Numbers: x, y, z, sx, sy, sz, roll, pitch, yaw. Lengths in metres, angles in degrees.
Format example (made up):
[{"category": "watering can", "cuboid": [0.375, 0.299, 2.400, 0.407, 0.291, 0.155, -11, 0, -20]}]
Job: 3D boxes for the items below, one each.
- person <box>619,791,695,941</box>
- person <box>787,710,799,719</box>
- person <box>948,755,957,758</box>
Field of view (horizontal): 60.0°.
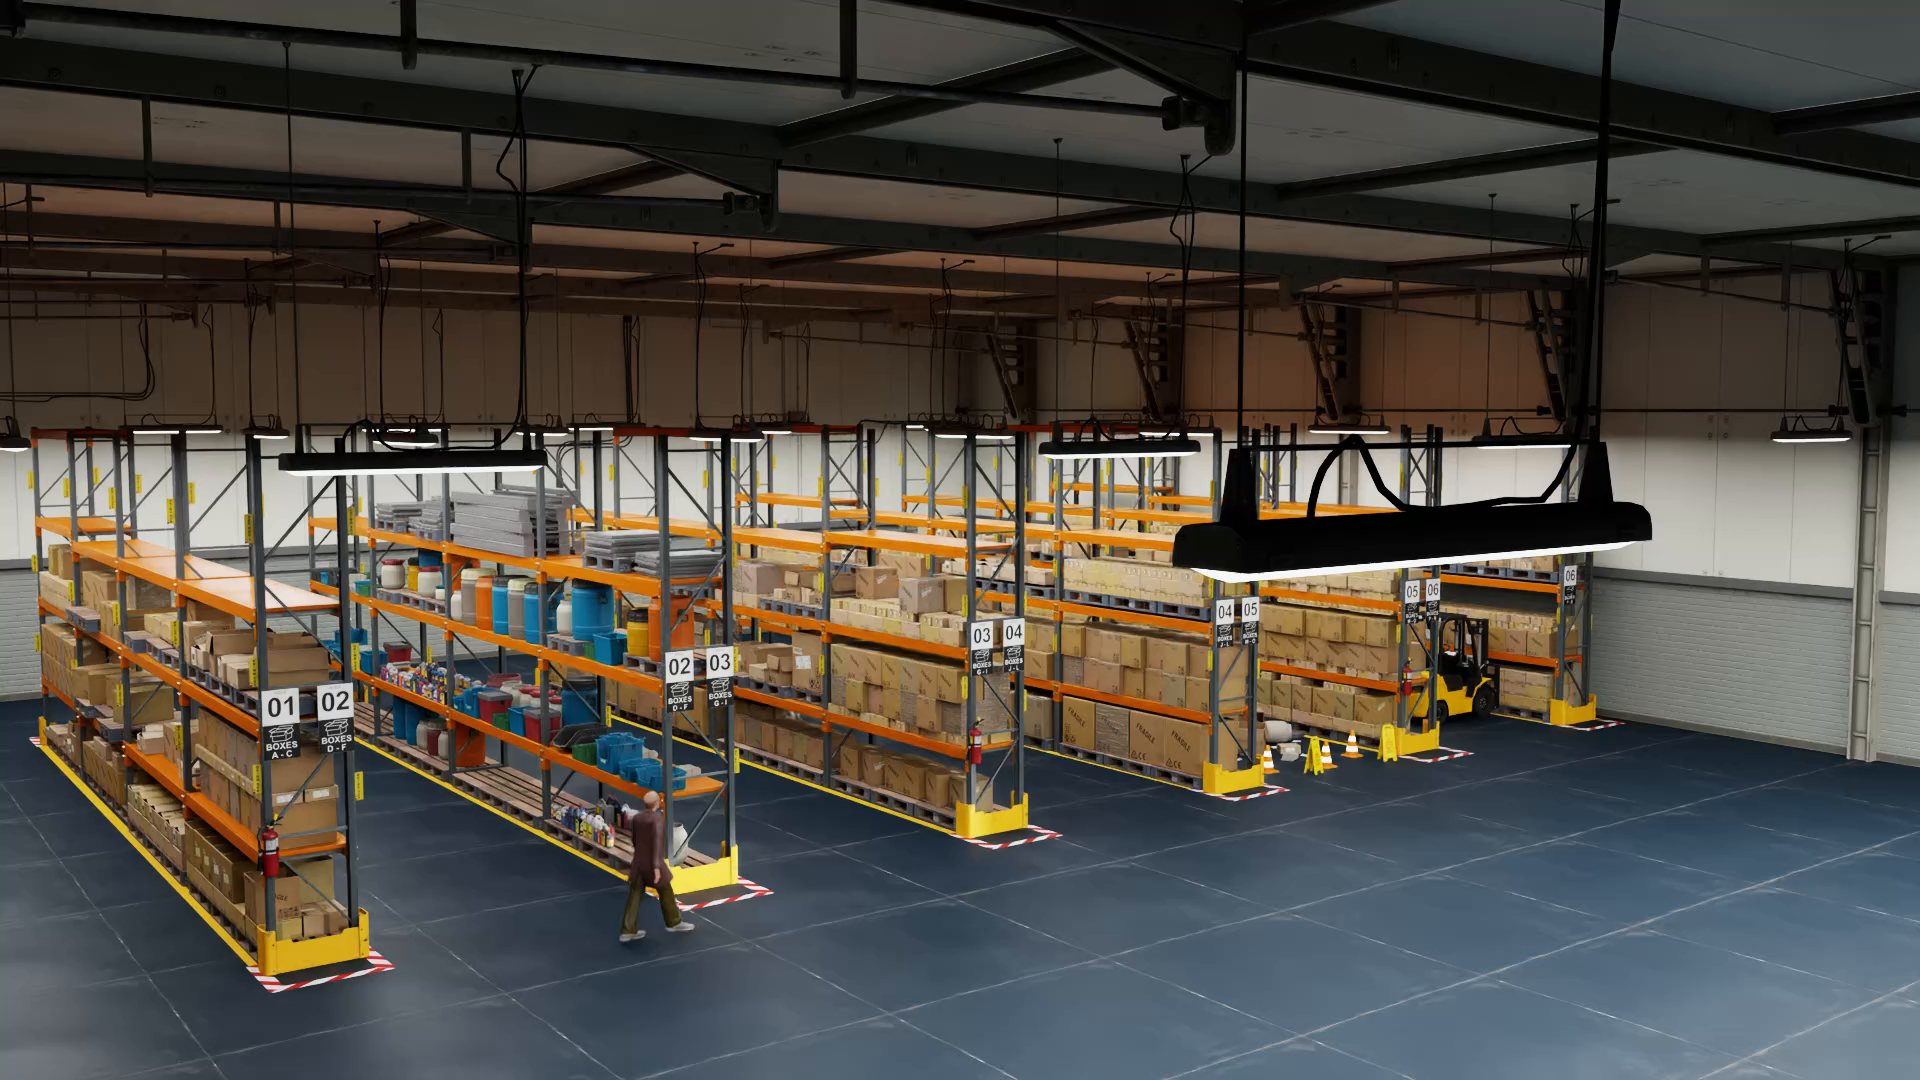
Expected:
[{"category": "person", "cuboid": [-3.689, 3.880, 19.929, 0.629, 1.744, 0.970, 4, 6, 39]}, {"category": "person", "cuboid": [-3.337, 2.930, 32.704, 0.527, 1.683, 0.452, -2, 5, -29]}, {"category": "person", "cuboid": [-0.134, 3.074, 30.246, 0.601, 1.754, 0.509, -2, 5, -26]}]
